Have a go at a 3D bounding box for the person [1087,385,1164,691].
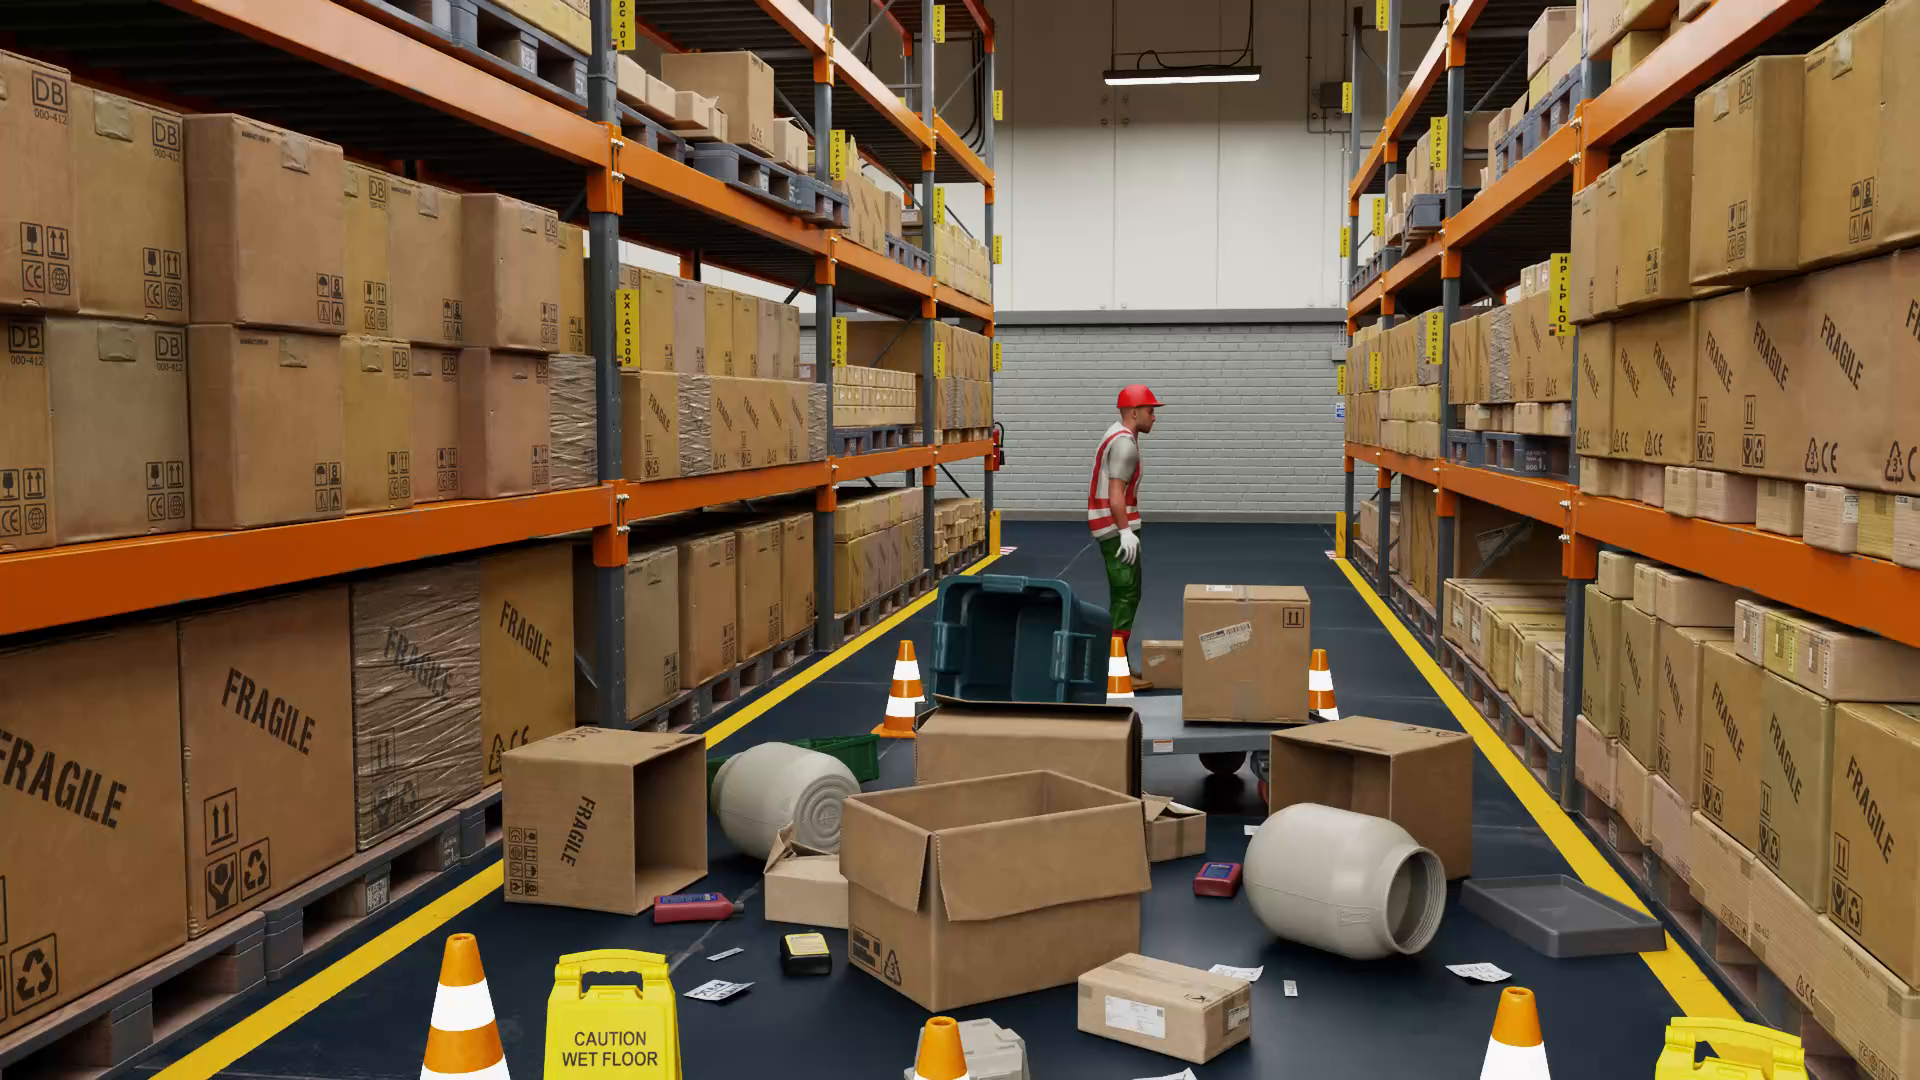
[{"bbox_3d":[0.978,-0.026,9.828,0.451,1.778,0.611,0,4,5],"label":"person"}]
